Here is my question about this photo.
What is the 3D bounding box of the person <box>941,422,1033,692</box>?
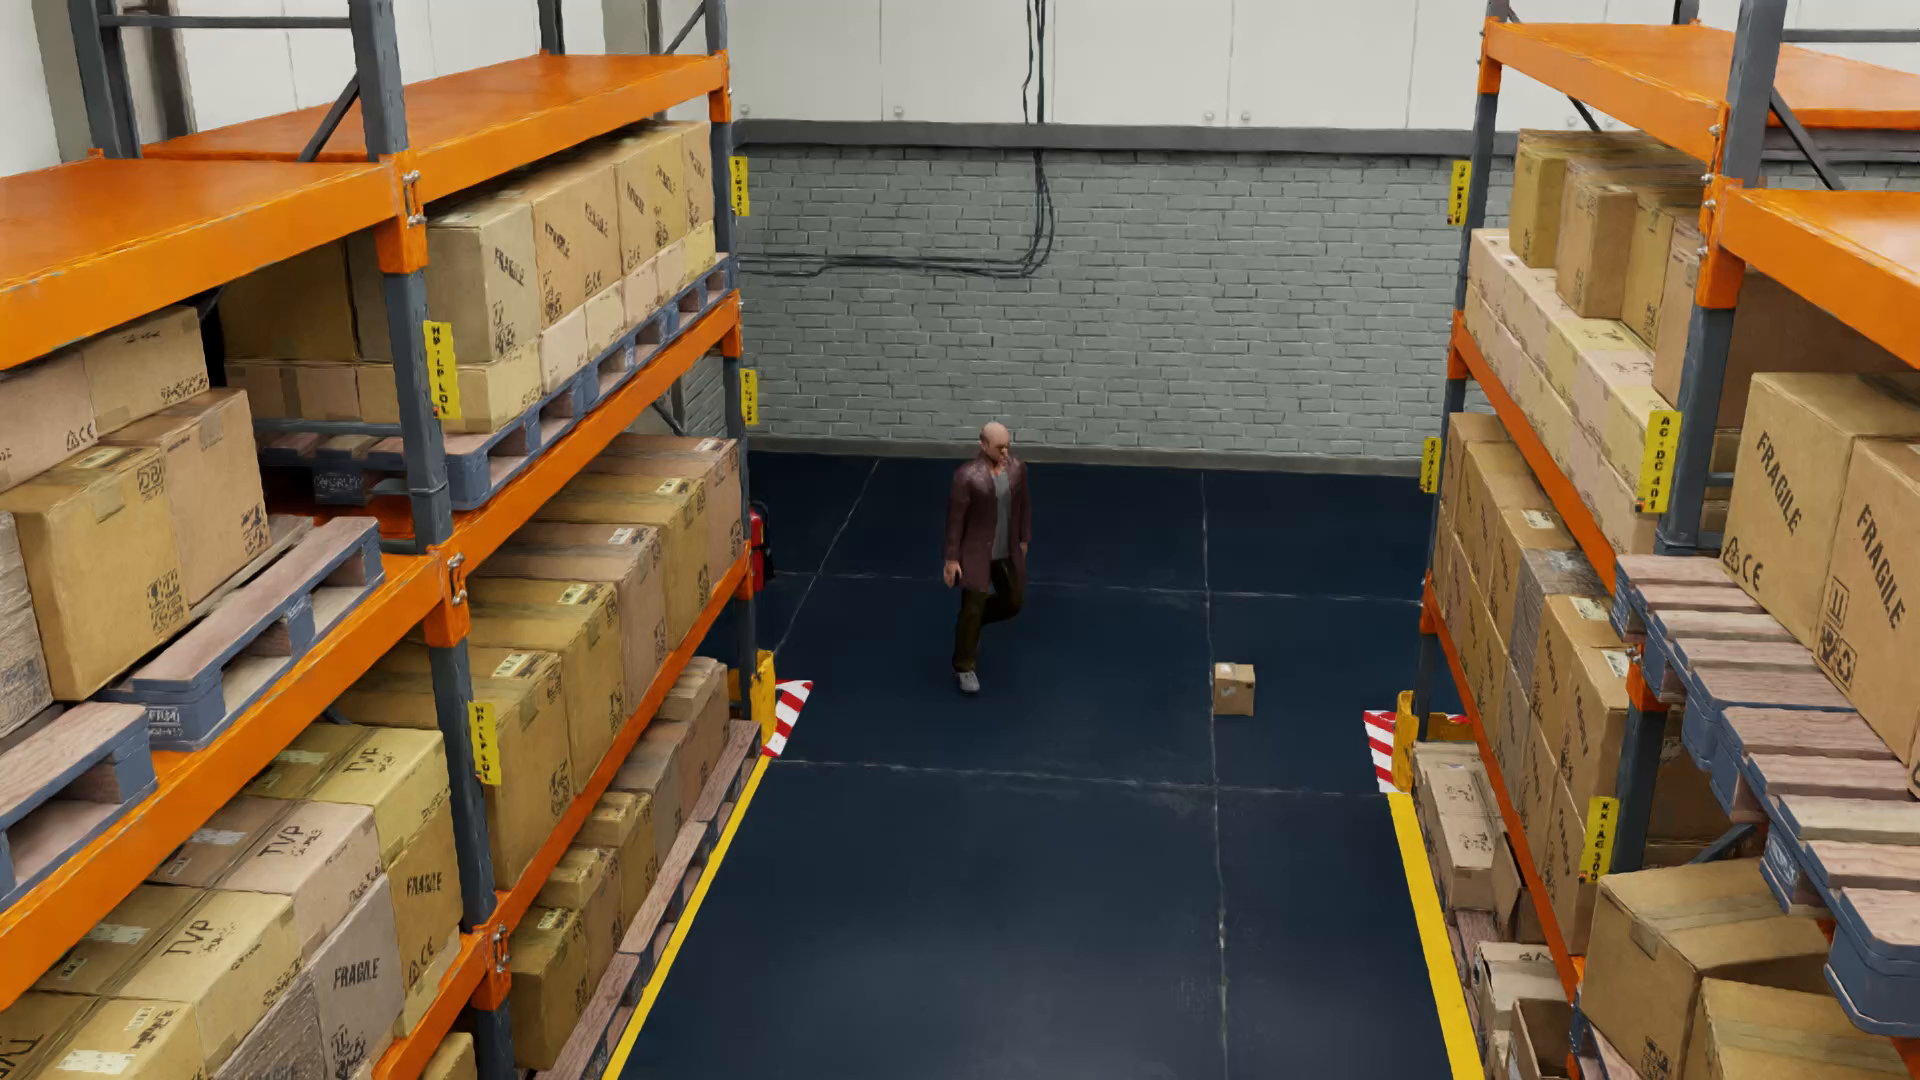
[{"bbox_3d":[0.132,0.045,10.972,0.692,1.763,0.657,-15,25,-34],"label":"person"}]
